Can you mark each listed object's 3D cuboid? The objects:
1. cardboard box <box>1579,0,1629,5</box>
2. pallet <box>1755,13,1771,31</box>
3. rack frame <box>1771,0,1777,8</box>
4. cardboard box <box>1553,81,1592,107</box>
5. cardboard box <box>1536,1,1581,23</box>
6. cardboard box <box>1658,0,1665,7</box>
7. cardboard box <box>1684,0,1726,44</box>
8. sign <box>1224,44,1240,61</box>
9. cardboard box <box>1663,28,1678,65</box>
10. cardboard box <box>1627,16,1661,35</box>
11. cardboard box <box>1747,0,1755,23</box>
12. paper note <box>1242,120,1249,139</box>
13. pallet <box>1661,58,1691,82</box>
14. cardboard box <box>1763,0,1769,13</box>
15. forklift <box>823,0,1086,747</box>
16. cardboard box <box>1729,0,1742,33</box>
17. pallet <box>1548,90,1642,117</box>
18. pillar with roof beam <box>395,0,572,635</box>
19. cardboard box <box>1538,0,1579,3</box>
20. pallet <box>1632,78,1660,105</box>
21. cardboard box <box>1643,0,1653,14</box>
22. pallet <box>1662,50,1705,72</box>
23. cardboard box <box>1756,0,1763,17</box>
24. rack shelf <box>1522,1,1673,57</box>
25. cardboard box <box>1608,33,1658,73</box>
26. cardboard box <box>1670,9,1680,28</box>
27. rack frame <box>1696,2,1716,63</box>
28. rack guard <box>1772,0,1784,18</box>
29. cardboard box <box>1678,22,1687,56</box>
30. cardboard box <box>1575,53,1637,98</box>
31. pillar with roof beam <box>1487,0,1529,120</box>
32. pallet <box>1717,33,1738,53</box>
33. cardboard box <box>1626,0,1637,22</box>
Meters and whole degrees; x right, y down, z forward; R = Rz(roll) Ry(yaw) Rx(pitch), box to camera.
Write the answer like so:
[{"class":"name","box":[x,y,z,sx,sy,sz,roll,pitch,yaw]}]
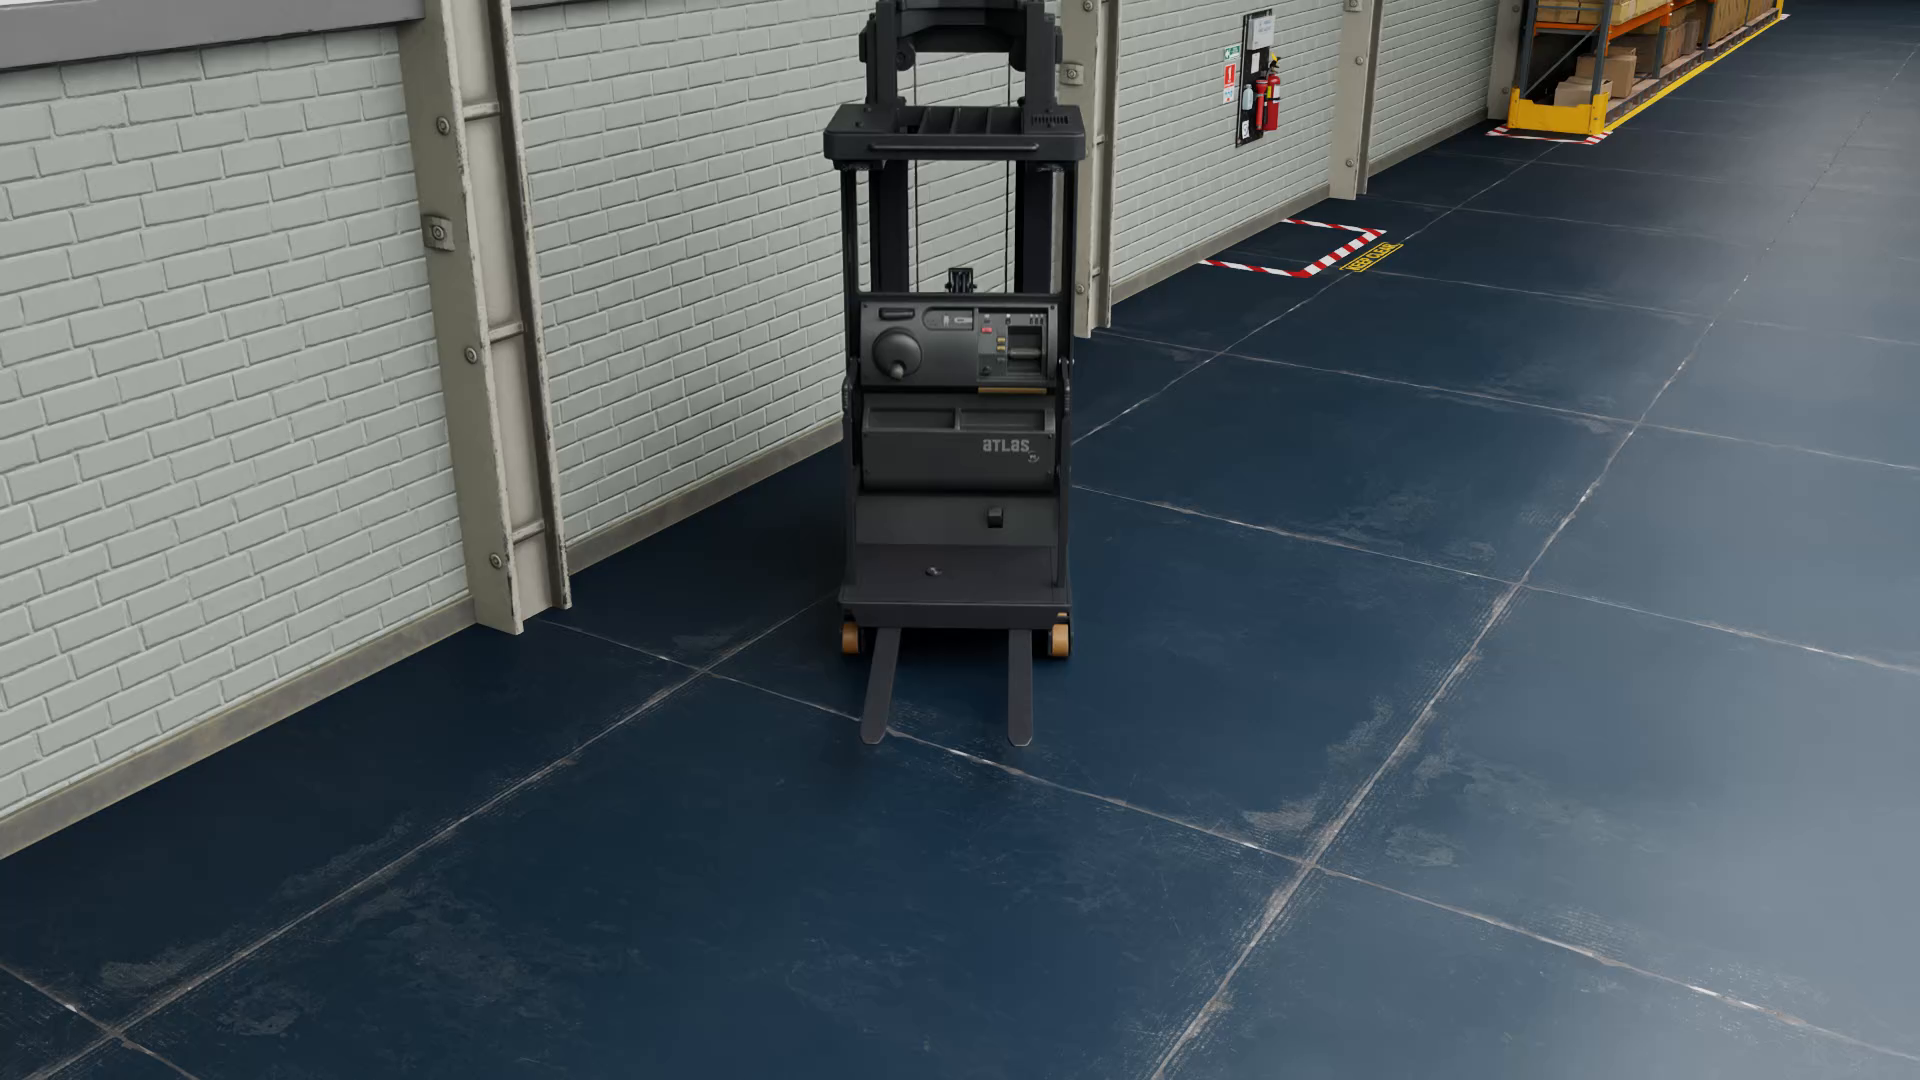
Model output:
[{"class":"cardboard box","box":[8.160,-7.048,20.975,0.500,0.500,0.500,14,27,29]},{"class":"pallet","box":[15.093,-10.090,32.291,1.003,0.211,1.213,14,27,29]},{"class":"rack frame","box":[16.093,-12.066,33.345,1.000,3.000,0.127,14,27,29]},{"class":"cardboard box","box":[8.094,-5.848,21.814,0.500,0.311,0.500,11,26,23]},{"class":"cardboard box","box":[7.735,-6.804,21.355,0.500,0.250,0.500,14,27,30]},{"class":"cardboard box","box":[9.501,-7.566,23.115,0.500,0.250,0.500,14,27,29]},{"class":"cardboard box","box":[12.372,-8.792,27.962,0.750,0.750,0.750,13,27,28]},{"class":"sign","box":[2.417,-4.326,14.755,0.001,0.109,0.331,14,27,29]},{"class":"cardboard box","box":[10.670,-7.671,25.786,0.700,0.500,0.500,14,27,30]},{"class":"cardboard box","box":[10.366,-7.816,25.177,0.500,0.250,0.500,13,27,28]},{"class":"cardboard box","box":[14.464,-9.992,31.174,0.700,0.500,0.500,14,27,30]},{"class":"paper note","box":[2.634,-3.782,15.320,0.016,0.148,0.142,14,27,29]},{"class":"pallet","box":[10.815,-7.412,26.106,1.003,0.211,1.213,14,27,29]},{"class":"cardboard box","box":[15.545,-10.685,32.774,0.700,0.500,0.500,14,27,29]},{"class":"forklift","box":[-0.010,-0.910,7.662,1.130,2.935,3.031,1,23,2]},{"class":"cardboard box","box":[13.284,-9.375,29.306,0.750,0.750,0.750,15,27,31]},{"class":"pallet","box":[8.796,-6.088,23.048,1.003,0.211,1.213,14,27,29]},{"class":"pillar with roof beam","box":[1.450,-2.859,4.526,9.100,9.000,0.400,14,27,29]},{"class":"cardboard box","box":[7.721,-7.154,21.218,0.500,0.500,0.500,14,27,28]},{"class":"pallet","box":[9.439,-6.502,24.003,1.003,0.211,1.213,14,27,29]},{"class":"cardboard box","box":[8.984,-7.223,22.323,0.500,0.250,0.500,14,27,29]},{"class":"pallet","box":[11.459,-7.822,27.054,1.003,0.211,1.213,14,27,29]},{"class":"cardboard box","box":[15.005,-10.334,31.963,0.700,0.500,0.500,15,27,30]},{"class":"rack shelf","box":[8.708,-7.010,22.573,1.077,0.370,4.000,14,27,29]},{"class":"cardboard box","box":[10.137,-7.322,24.981,0.700,0.500,0.500,15,28,31]},{"class":"cardboard box","box":[10.916,-8.157,25.965,0.500,0.250,0.500,14,27,29]},{"class":"rack frame","box":[11.873,-9.366,27.108,1.000,3.000,0.127,14,27,29]},{"class":"rack guard","box":[16.105,-10.927,33.861,1.175,0.500,0.348,14,27,29]},{"class":"cardboard box","box":[11.167,-8.017,26.586,0.700,0.500,0.500,14,27,29]},{"class":"cardboard box","box":[8.824,-6.364,22.769,0.700,0.500,0.500,12,26,26]},{"class":"pillar with roof beam","box":[10.945,-8.934,18.560,9.100,9.000,0.400,14,27,29]},{"class":"pallet","box":[12.997,-8.746,29.188,1.003,0.211,1.213,14,27,29]},{"class":"cardboard box","box":[8.442,-6.882,21.536,0.500,0.250,0.500,13,27,27]}]
